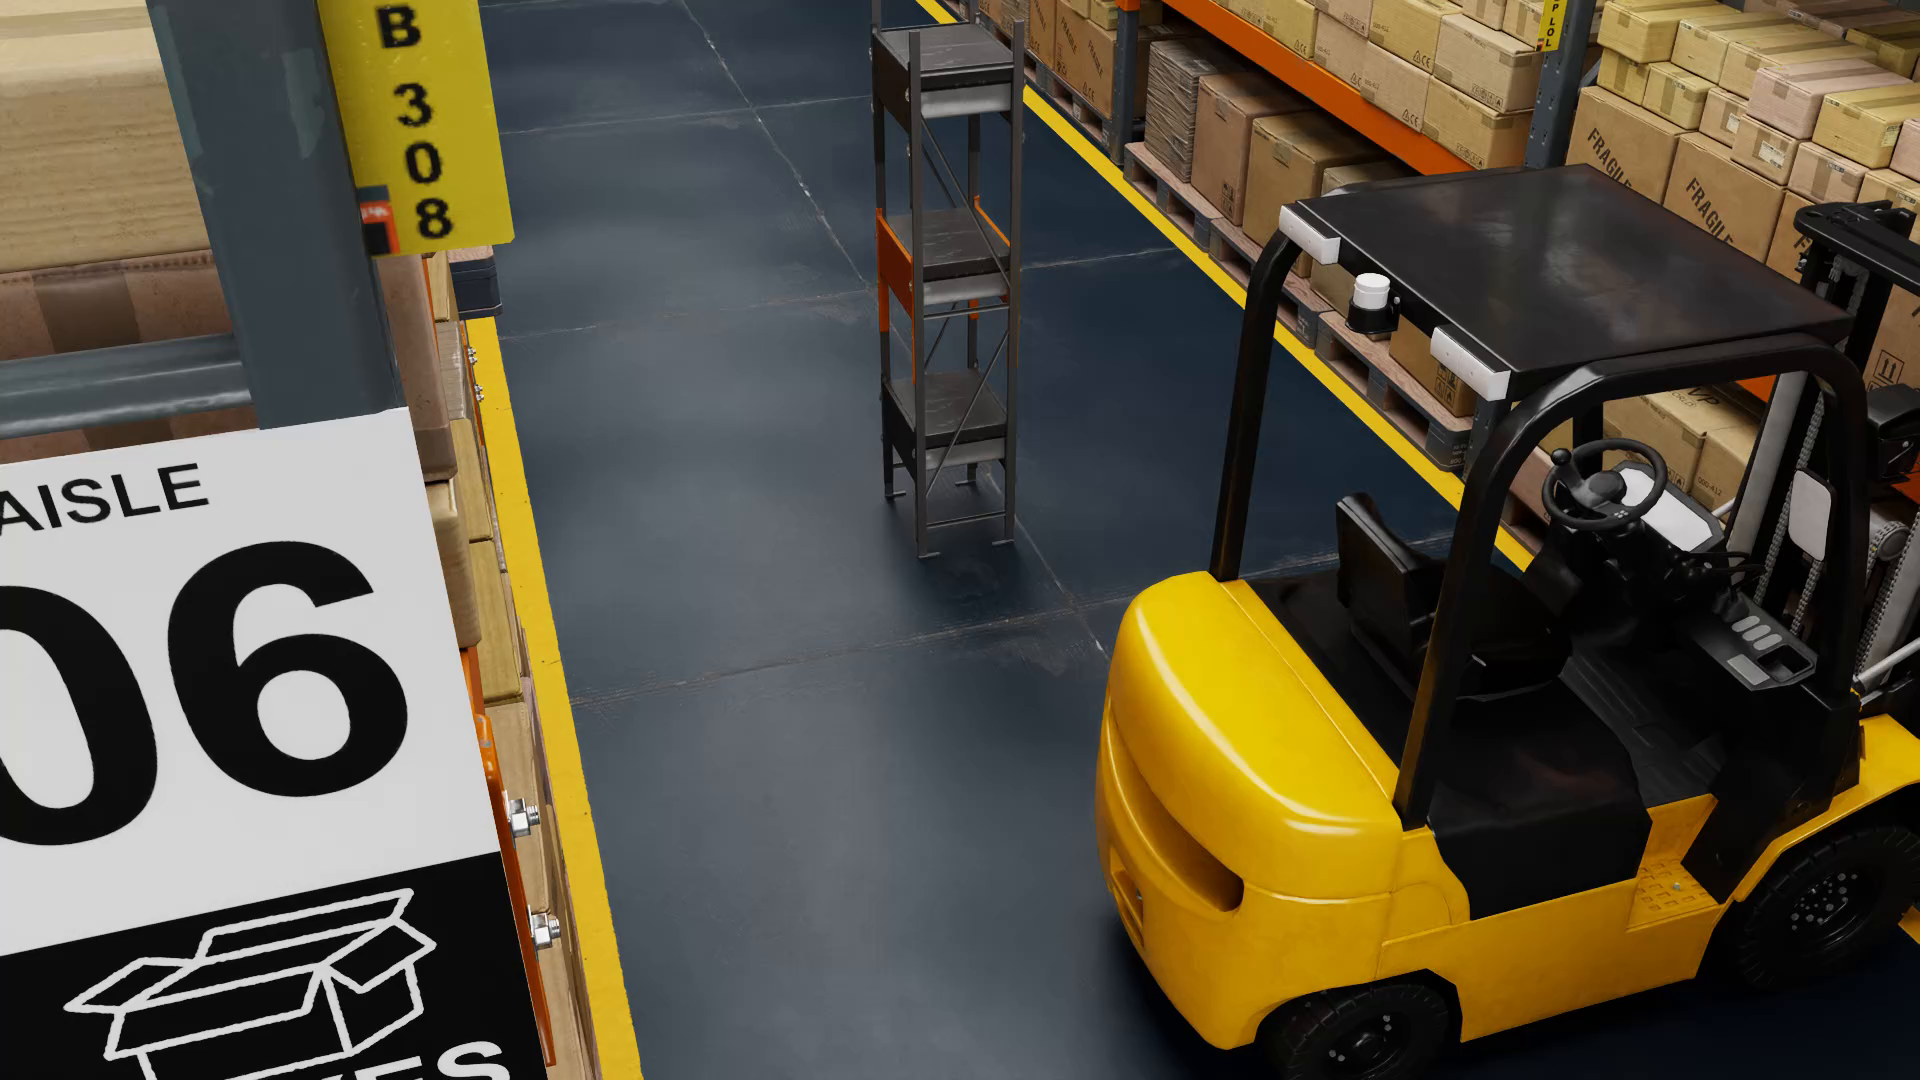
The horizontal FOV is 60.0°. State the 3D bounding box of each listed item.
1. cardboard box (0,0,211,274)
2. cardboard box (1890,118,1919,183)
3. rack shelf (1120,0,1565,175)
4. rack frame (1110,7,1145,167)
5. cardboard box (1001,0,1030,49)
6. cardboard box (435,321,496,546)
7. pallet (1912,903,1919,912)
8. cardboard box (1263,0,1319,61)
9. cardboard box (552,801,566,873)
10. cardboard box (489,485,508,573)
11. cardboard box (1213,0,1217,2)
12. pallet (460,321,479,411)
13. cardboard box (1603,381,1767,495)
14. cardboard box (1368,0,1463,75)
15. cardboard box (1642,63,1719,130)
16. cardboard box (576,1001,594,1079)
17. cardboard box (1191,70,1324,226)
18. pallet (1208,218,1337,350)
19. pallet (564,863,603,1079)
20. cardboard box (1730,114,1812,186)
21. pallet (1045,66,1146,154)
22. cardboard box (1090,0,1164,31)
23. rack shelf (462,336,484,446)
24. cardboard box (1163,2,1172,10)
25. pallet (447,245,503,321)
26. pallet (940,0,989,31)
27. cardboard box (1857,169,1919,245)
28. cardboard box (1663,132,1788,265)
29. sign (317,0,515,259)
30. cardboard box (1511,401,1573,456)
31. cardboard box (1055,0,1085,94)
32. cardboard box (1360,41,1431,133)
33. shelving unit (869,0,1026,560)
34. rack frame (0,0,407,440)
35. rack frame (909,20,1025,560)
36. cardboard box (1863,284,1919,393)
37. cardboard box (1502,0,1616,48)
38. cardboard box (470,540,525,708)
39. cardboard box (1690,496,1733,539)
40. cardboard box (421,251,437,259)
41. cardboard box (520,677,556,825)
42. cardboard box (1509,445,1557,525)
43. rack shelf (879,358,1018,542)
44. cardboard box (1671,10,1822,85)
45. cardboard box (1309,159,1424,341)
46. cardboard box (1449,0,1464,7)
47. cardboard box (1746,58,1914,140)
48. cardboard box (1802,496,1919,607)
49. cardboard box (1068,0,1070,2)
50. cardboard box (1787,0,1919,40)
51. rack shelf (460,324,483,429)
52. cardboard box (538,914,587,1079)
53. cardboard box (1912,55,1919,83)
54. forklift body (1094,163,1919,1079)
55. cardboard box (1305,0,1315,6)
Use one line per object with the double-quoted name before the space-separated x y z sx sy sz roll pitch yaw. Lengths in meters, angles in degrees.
"cardboard box" -0.777 -0.321 1.298 0.380 0.149 0.250 -10 35 -15
"cardboard box" 2.927 -1.113 4.765 0.380 0.149 0.250 -10 35 -15
"rack shelf" 2.033 -2.307 8.173 1.077 0.370 4.000 -10 35 -15
"rack frame" 1.423 -3.657 9.564 1.000 3.000 0.127 -10 35 -15
"cardboard box" 0.609 -3.784 11.642 0.500 0.500 0.500 -11 35 -16
"cardboard box" -1.384 -0.154 3.902 0.500 0.500 0.500 -9 35 -13
"pallet" 3.222 0.672 5.541 1.003 0.211 1.213 -10 35 -15
"cardboard box" 1.795 -2.514 7.970 0.500 0.250 0.500 -9 34 -13
"cardboard box" -1.474 0.794 4.940 0.500 0.250 0.500 -11 35 -16
"cardboard box" -1.646 0.204 5.153 0.500 0.500 0.500 -10 35 -15
"cardboard box" 1.475 -3.056 8.790 0.500 0.250 0.500 -11 35 -16
"pallet" -2.697 -0.607 7.478 1.003 0.211 1.213 -10 35 -15
"cardboard box" 2.639 -0.426 5.879 0.500 0.250 0.500 -10 35 -15
"cardboard box" 2.086 -2.187 7.021 0.500 0.250 0.500 -11 35 -16
"cardboard box" 2.571 -1.522 5.654 0.380 0.149 0.250 -9 35 -14
"cardboard box" -1.017 1.282 3.521 0.500 0.500 0.500 -11 35 -17
"cardboard box" 1.807 -2.170 9.087 0.875 0.625 0.625 -9 34 -13
"pallet" 2.006 -1.416 8.701 1.003 0.211 1.213 -10 35 -15
"pallet" -1.468 1.431 4.393 1.003 0.211 1.213 -10 35 -15
"cardboard box" 2.681 -1.248 5.239 0.380 0.149 0.250 -9 35 -14
"pallet" 1.232 -2.892 10.936 1.003 0.211 1.213 -10 35 -15
"cardboard box" 1.031 -3.277 10.287 0.380 0.149 0.250 -12 35 -17
"rack shelf" -1.472 0.630 3.729 1.077 0.370 4.000 -10 35 -15
"cardboard box" 1.431 -3.319 10.939 0.500 0.500 0.500 -10 35 -15
"pallet" -2.177 -1.066 5.817 1.003 0.211 1.213 -10 35 -15
"pallet" 0.487 -4.173 12.874 1.003 0.211 1.213 -10 35 -15
"cardboard box" 2.853 -0.981 4.835 0.380 0.149 0.250 -11 35 -16
"cardboard box" 2.705 -1.051 5.530 0.500 0.500 0.500 -9 35 -14
"sign" -0.346 -0.328 1.012 0.100 0.325 0.005 -10 35 -15
"cardboard box" 2.497 -0.488 6.427 0.500 0.250 0.500 -10 35 -15
"cardboard box" 0.947 -3.240 10.819 0.500 0.500 0.500 -11 35 -15
"cardboard box" 2.082 -1.978 7.159 0.500 0.250 0.500 -10 35 -15
"shelving unit" -0.050 -0.963 6.303 0.431 2.100 0.503 -10 35 -15
"rack frame" -0.862 -1.123 0.288 1.000 3.000 0.127 -10 35 -15
"rack frame" 0.024 -0.835 6.109 0.400 2.100 0.015 -10 35 -15
"cardboard box" 2.994 -0.518 4.723 0.500 0.500 0.500 -10 35 -14
"cardboard box" 2.328 -2.012 6.394 0.380 0.149 0.250 -9 34 -13
"cardboard box" -1.060 0.380 3.094 0.500 0.500 0.500 -11 35 -16
"cardboard box" 2.795 0.042 5.625 0.500 0.250 0.500 -10 35 -15
"cardboard box" -0.906 -0.508 1.944 0.500 0.250 0.500 -11 35 -15
"cardboard box" -1.333 0.738 4.345 0.500 0.500 0.500 -8 34 -12
"cardboard box" 2.476 -0.276 6.560 0.500 0.250 0.500 -10 35 -14
"rack shelf" -0.050 -0.368 6.696 0.431 0.518 0.480 -10 35 -15
"cardboard box" 2.641 -1.657 5.588 0.380 0.149 0.250 -9 35 -14
"cardboard box" 2.244 -1.423 7.955 0.875 0.625 0.625 -10 35 -15
"cardboard box" 2.207 -2.281 6.803 0.380 0.149 0.250 -10 35 -15
"cardboard box" 2.691 -1.370 5.153 0.380 0.149 0.250 -9 35 -14
"cardboard box" 2.954 0.111 5.068 0.500 0.250 0.500 -11 35 -16
"cardboard box" 0.880 -3.561 10.716 0.380 0.149 0.250 -11 35 -16
"cardboard box" 3.066 -1.738 5.711 0.380 0.149 0.250 -11 35 -16
"rack shelf" -2.693 -1.471 6.907 1.077 0.370 4.000 -10 35 -15
"cardboard box" -0.743 0.918 2.279 0.500 0.500 0.500 -11 35 -15
"cardboard box" 3.295 -1.481 5.321 0.380 0.149 0.250 -11 35 -16
"forklift body" 1.548 0.208 4.484 2.313 2.155 1.214 -10 35 -15
"cardboard box" 1.800 -2.724 7.835 0.500 0.250 0.500 -10 35 -14
